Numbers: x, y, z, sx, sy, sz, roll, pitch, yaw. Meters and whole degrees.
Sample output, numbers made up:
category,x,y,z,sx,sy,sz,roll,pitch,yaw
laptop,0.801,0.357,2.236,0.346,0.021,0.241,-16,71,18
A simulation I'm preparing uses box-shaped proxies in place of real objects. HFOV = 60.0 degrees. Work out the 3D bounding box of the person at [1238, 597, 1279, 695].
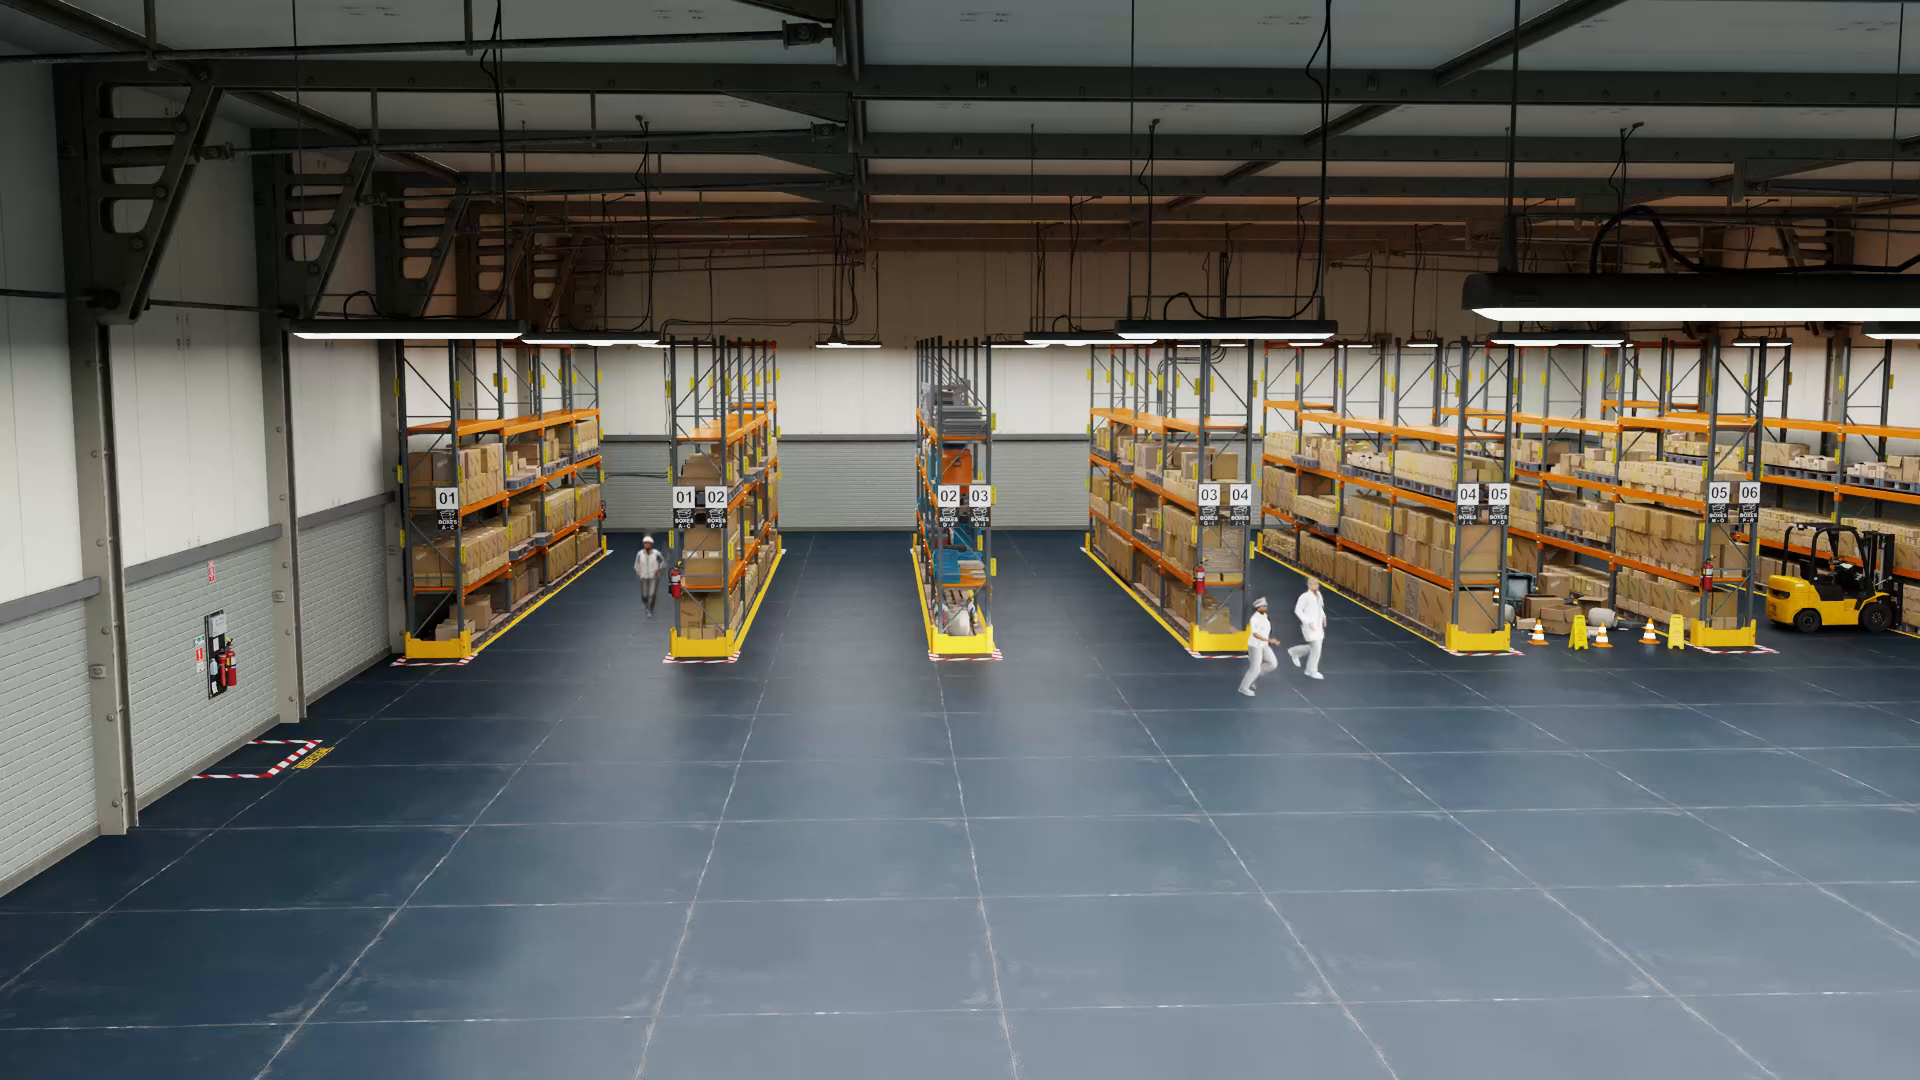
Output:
category,x,y,z,sx,sy,sz,roll,pitch,yaw
person,5.015,1.762,27.702,0.707,1.661,0.599,5,8,35

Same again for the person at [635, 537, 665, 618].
category,x,y,z,sx,sy,sz,roll,pitch,yaw
person,-6.695,0.792,35.941,0.661,1.751,0.642,0,6,-3

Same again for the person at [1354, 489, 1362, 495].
category,x,y,z,sx,sy,sz,roll,pitch,yaw
person,11.782,-0.688,49.331,0.893,1.608,0.617,0,6,-3

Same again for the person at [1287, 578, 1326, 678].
category,x,y,z,sx,sy,sz,roll,pitch,yaw
person,6.122,1.532,29.389,0.753,1.777,0.720,6,9,44
